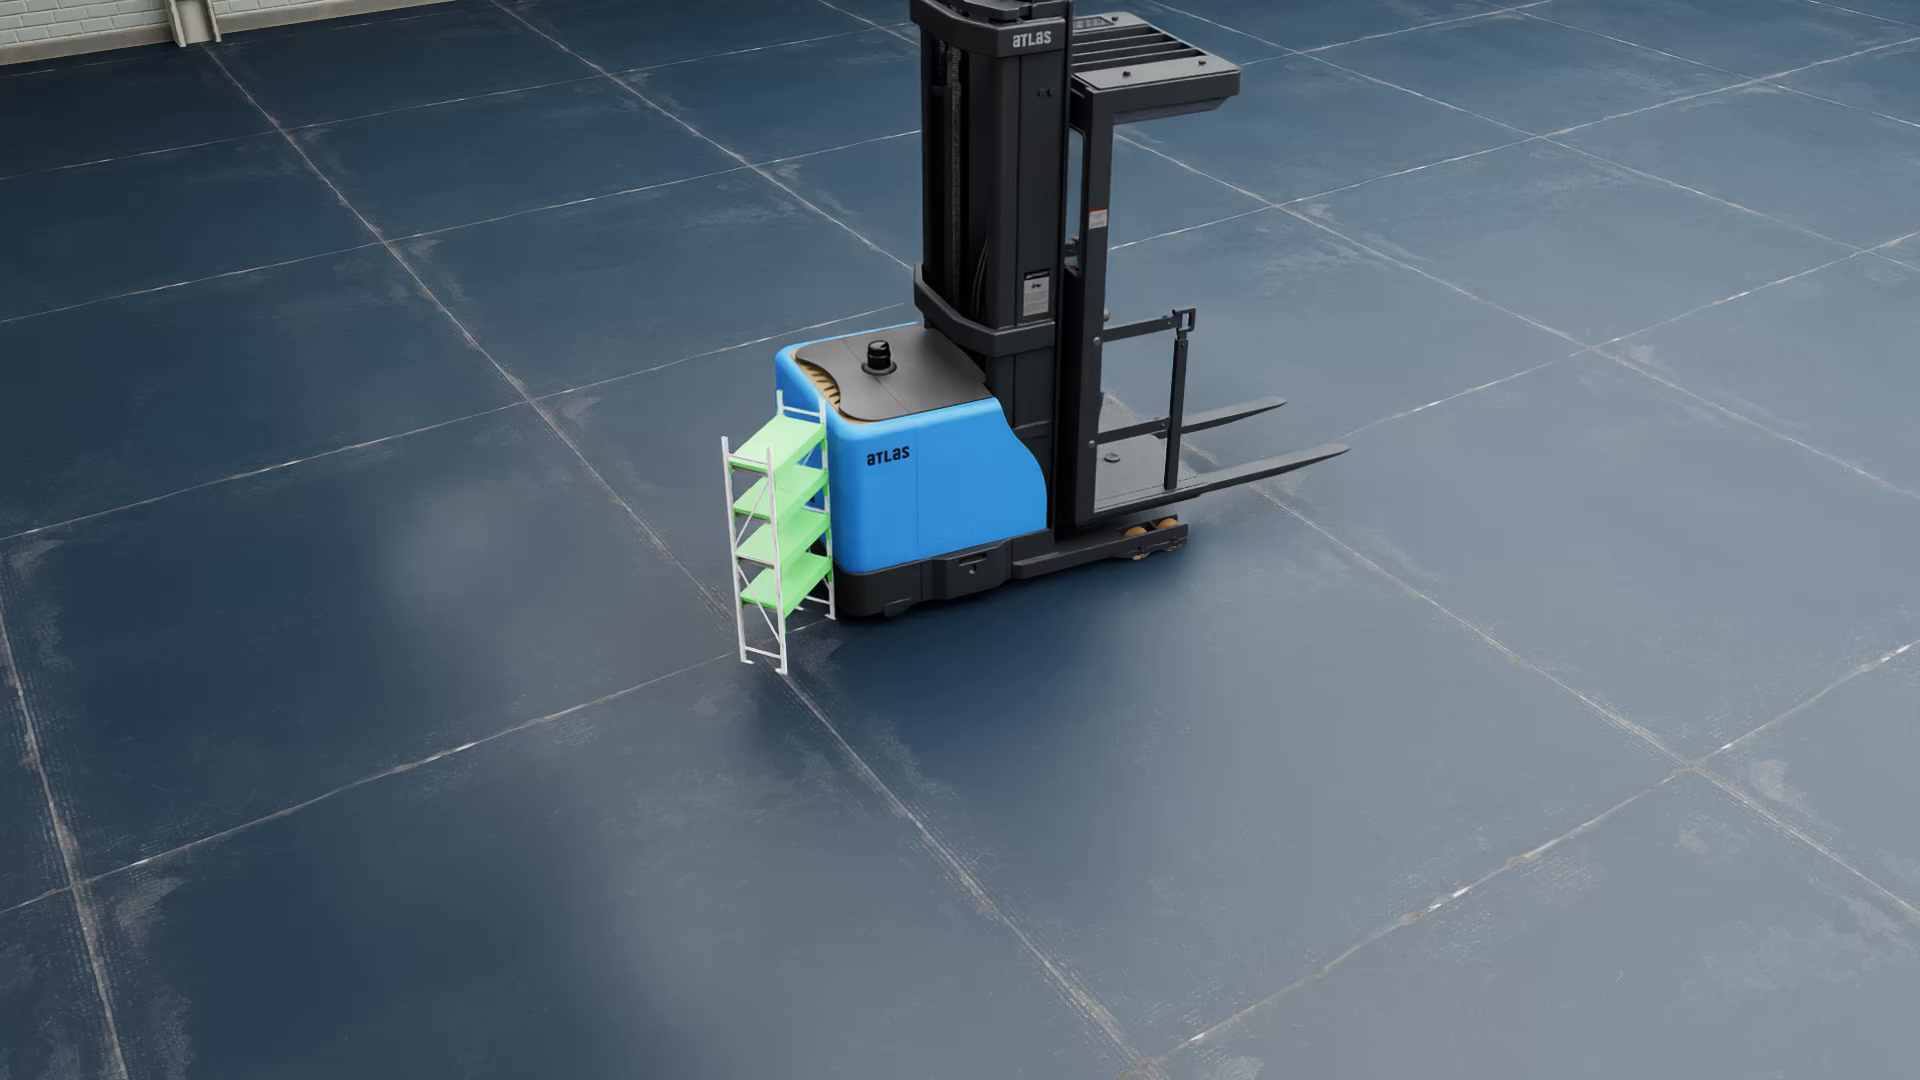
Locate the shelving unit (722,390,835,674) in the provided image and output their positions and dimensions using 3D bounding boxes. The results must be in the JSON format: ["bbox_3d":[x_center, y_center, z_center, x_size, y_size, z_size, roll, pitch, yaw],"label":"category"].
[{"bbox_3d":[-0.822,-0.031,7.675,0.258,1.200,0.503,13,35,20],"label":"shelving unit"}]

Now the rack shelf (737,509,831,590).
[{"bbox_3d":[-0.822,0.023,7.709,0.258,0.148,0.480,13,35,20],"label":"rack shelf"}]

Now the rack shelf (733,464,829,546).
[{"bbox_3d":[-0.822,-0.180,7.581,0.258,0.148,0.480,13,35,20],"label":"rack shelf"}]

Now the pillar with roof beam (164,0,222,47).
[{"bbox_3d":[-5.327,-6.896,11.247,0.400,9.000,9.100,-19,37,-27],"label":"pillar with roof beam"}]

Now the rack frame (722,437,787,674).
[{"bbox_3d":[-0.921,0.088,7.486,0.240,1.200,0.015,13,35,20],"label":"rack frame"}]

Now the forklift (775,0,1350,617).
[{"bbox_3d":[0.628,-1.381,8.193,3.031,2.935,1.130,-14,35,-21],"label":"forklift"}]

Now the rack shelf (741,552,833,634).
[{"bbox_3d":[-0.822,0.226,7.837,0.258,0.148,0.480,13,35,20],"label":"rack shelf"}]

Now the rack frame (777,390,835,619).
[{"bbox_3d":[-0.724,-0.150,7.864,0.240,1.200,0.015,13,35,20],"label":"rack frame"}]

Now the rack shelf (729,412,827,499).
[{"bbox_3d":[-0.822,-0.383,7.453,0.258,0.148,0.480,13,35,20],"label":"rack shelf"}]
